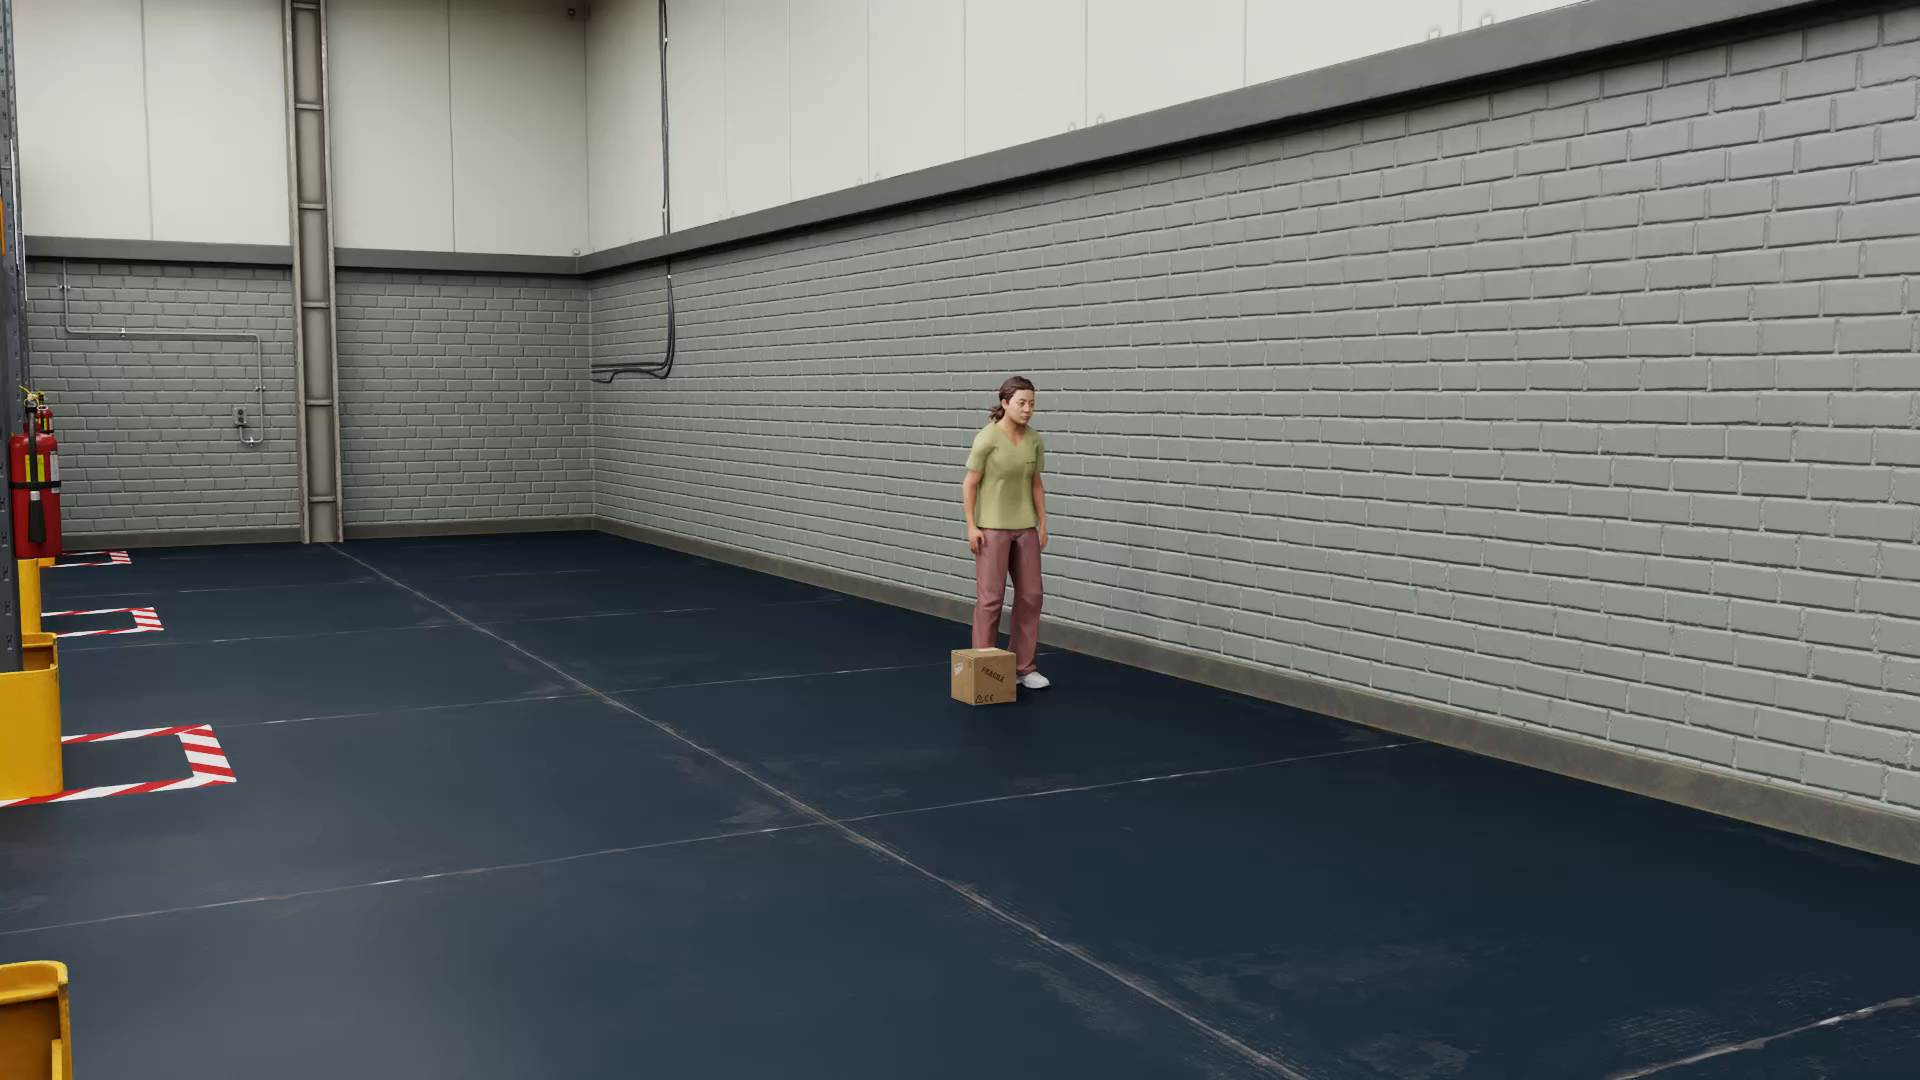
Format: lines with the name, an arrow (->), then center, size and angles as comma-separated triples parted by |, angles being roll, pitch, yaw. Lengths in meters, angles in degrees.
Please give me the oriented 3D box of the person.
person -> 0.265, -0.038, 8.887 | 0.497, 1.672, 0.363 | -3, 6, -29
